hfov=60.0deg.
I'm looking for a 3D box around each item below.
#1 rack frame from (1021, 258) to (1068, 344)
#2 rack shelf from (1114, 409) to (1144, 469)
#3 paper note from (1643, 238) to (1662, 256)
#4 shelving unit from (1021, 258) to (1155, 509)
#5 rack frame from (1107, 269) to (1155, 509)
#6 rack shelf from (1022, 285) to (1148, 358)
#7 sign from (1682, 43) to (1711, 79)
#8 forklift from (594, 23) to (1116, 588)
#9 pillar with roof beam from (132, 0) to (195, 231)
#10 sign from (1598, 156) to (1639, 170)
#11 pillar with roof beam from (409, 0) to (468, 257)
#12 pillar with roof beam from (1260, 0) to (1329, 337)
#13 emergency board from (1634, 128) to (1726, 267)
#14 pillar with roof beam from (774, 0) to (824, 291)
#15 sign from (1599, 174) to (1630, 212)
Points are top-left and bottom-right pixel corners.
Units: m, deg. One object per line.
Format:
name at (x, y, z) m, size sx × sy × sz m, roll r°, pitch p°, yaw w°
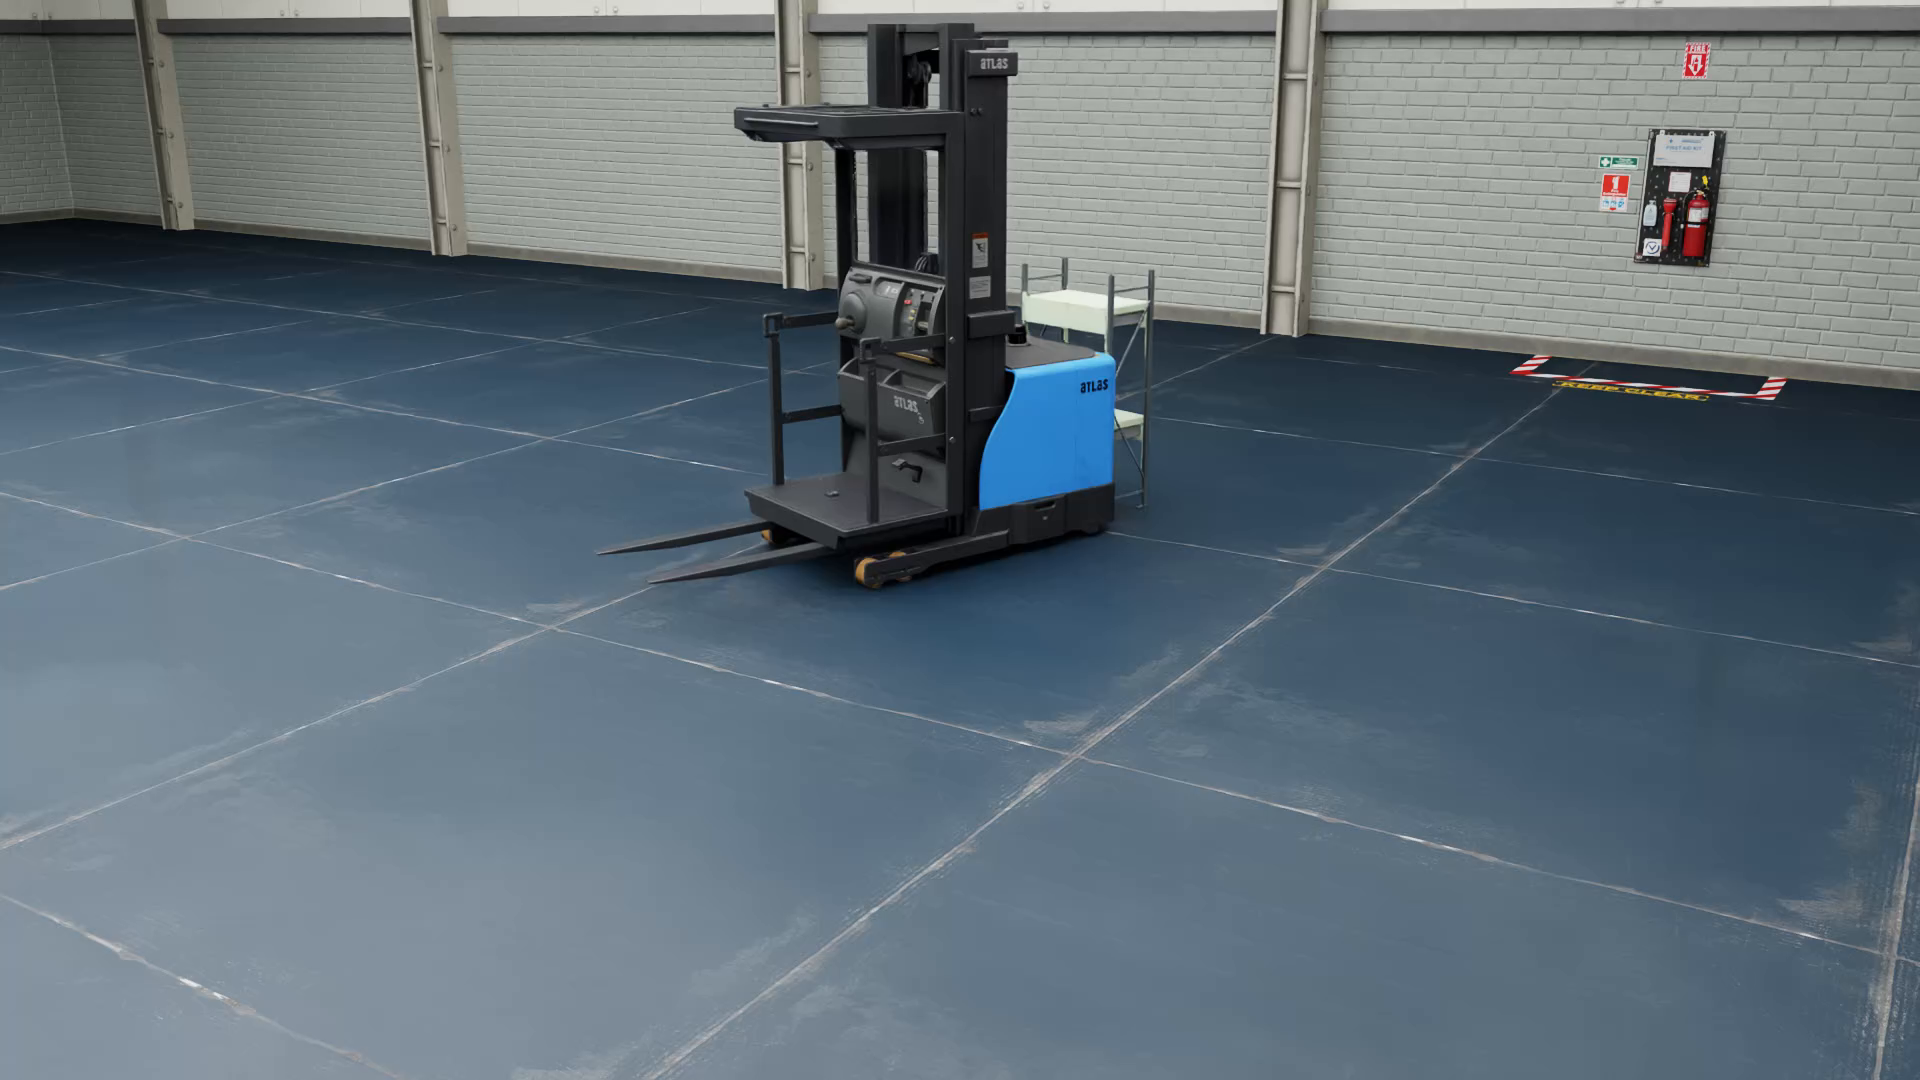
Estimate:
rack frame at (0.539, -1.053, 10.765) m, size 0.400 × 1.500 × 0.023 m, roll -15°, pitch 22°, yaw -41°
rack shelf at (0.787, -0.663, 10.603) m, size 0.431 × 0.370 × 0.720 m, roll -15°, pitch 22°, yaw -41°
paper note at (6.172, -2.609, 14.825) m, size 0.142 × 0.148 × 0.016 m, roll 10°, pitch 20°, yaw 30°
shelving unit at (0.788, -0.975, 10.509) m, size 0.431 × 1.500 × 0.755 m, roll -15°, pitch 22°, yaw -41°
rack frame at (1.037, -0.897, 10.252) m, size 0.400 × 1.500 × 0.023 m, roll -15°, pitch 22°, yaw -41°
rack shelf at (0.788, -1.348, 10.396) m, size 0.431 × 0.370 × 0.720 m, roll -15°, pitch 22°, yaw -41°
sign at (6.332, -4.122, 14.300) m, size 0.199 × 0.298 × 0.001 m, roll 10°, pitch 20°, yaw 30°
forklift at (-0.552, -1.313, 9.161) m, size 3.031 × 2.935 × 1.130 m, roll -12°, pitch 21°, yaw -35°
pillar with roof beam at (-14.331, -8.056, 20.919) m, size 0.400 × 9.000 × 9.100 m, roll 10°, pitch 20°, yaw 30°
sign at (5.869, -3.364, 14.821) m, size 0.331 × 0.109 × 0.001 m, roll 10°, pitch 20°, yaw 30°
pillar with roof beam at (-9.219, -7.143, 17.915) m, size 0.400 × 9.000 × 9.100 m, roll 10°, pitch 20°, yaw 30°
pillar with roof beam at (1.007, -5.318, 11.906) m, size 0.400 × 9.000 × 9.100 m, roll 10°, pitch 20°, yaw 30°
emergency board at (6.287, -2.986, 14.552) m, size 0.643 × 1.169 × 0.194 m, roll 10°, pitch 20°, yaw 30°
pillar with roof beam at (-4.106, -6.231, 14.910) m, size 0.400 × 9.000 × 9.100 m, roll 10°, pitch 20°, yaw 30°
sign at (5.869, -3.113, 14.908) m, size 0.234 × 0.329 × 0.001 m, roll 10°, pitch 20°, yaw 30°
